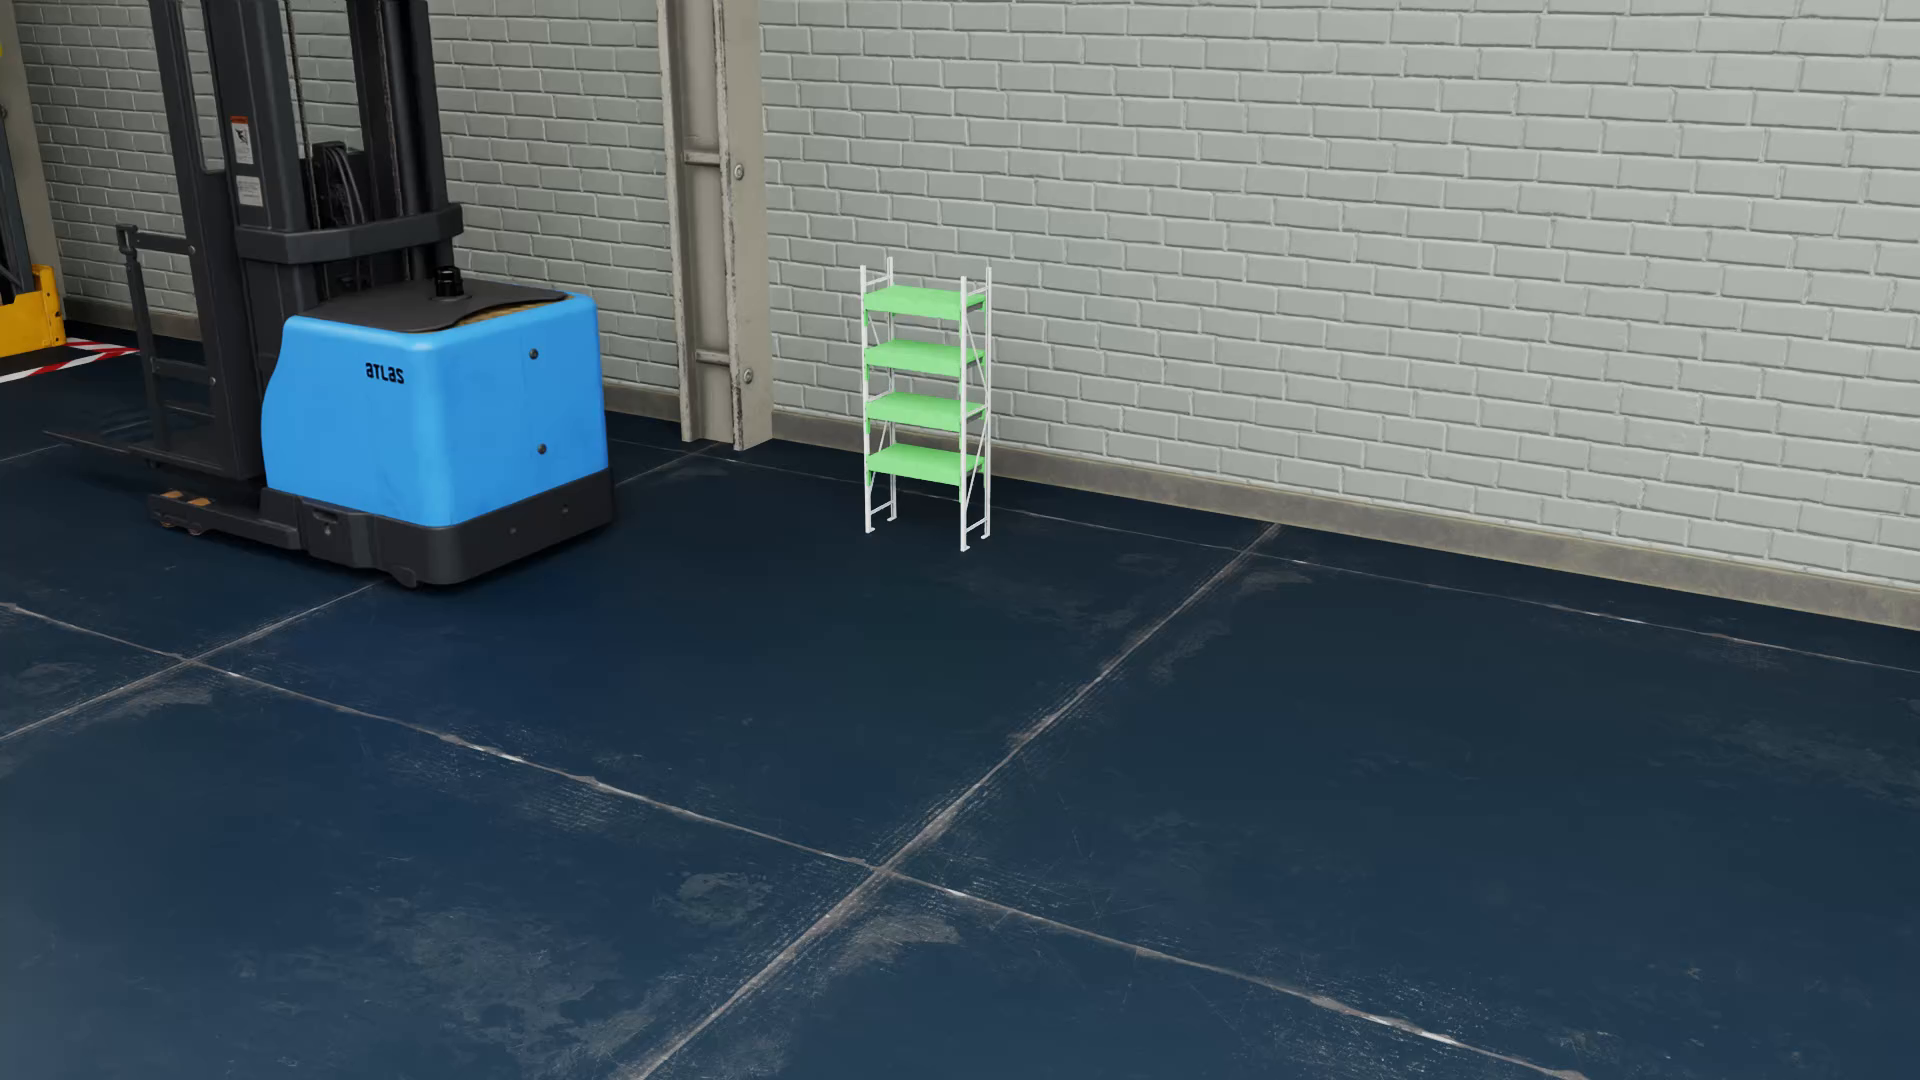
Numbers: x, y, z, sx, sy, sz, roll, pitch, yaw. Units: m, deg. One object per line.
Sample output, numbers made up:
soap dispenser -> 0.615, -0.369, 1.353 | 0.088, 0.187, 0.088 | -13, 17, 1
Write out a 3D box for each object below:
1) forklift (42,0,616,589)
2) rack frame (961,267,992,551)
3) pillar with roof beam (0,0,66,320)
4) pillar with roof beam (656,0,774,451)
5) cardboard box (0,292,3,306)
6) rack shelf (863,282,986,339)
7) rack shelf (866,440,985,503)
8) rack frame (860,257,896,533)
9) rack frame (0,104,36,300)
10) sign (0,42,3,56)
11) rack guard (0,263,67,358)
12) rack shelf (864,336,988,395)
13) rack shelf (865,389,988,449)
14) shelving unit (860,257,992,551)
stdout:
forklift -> -3.063, -1.537, 7.305 | 3.031, 2.935, 1.130 | 12, 23, 29
rack frame -> 0.068, -0.551, 7.124 | 0.015, 1.200, 0.240 | 11, 23, 27
pillar with roof beam -> -8.569, -4.488, 6.540 | 0.400, 9.000, 9.100 | 11, 23, 27
pillar with roof beam -> -3.331, -3.490, 3.789 | 0.400, 9.000, 9.100 | 11, 23, 27
cardboard box -> -6.635, -1.610, 10.820 | 0.500, 0.250, 0.500 | 11, 23, 28
rack shelf -> -0.145, -0.983, 7.094 | 0.480, 0.148, 0.258 | 11, 23, 27
rack shelf -> -0.145, -0.306, 7.340 | 0.480, 0.148, 0.258 | 11, 23, 27
rack frame -> -0.358, -0.632, 7.348 | 0.015, 1.200, 0.240 | 11, 23, 27
rack frame -> -6.301, -2.565, 10.037 | 0.127, 3.000, 1.000 | 11, 23, 27
sign -> -6.025, -3.173, 10.329 | 0.005, 0.325, 0.100 | 11, 23, 27
rack guard -> -6.280, -1.386, 10.452 | 0.348, 0.500, 1.175 | 11, 23, 27
rack shelf -> -0.145, -0.757, 7.176 | 0.480, 0.148, 0.258 | 11, 23, 27
rack shelf -> -0.145, -0.531, 7.258 | 0.480, 0.148, 0.258 | 11, 23, 27
shelving unit -> -0.145, -0.592, 7.236 | 0.503, 1.200, 0.258 | 11, 23, 27
